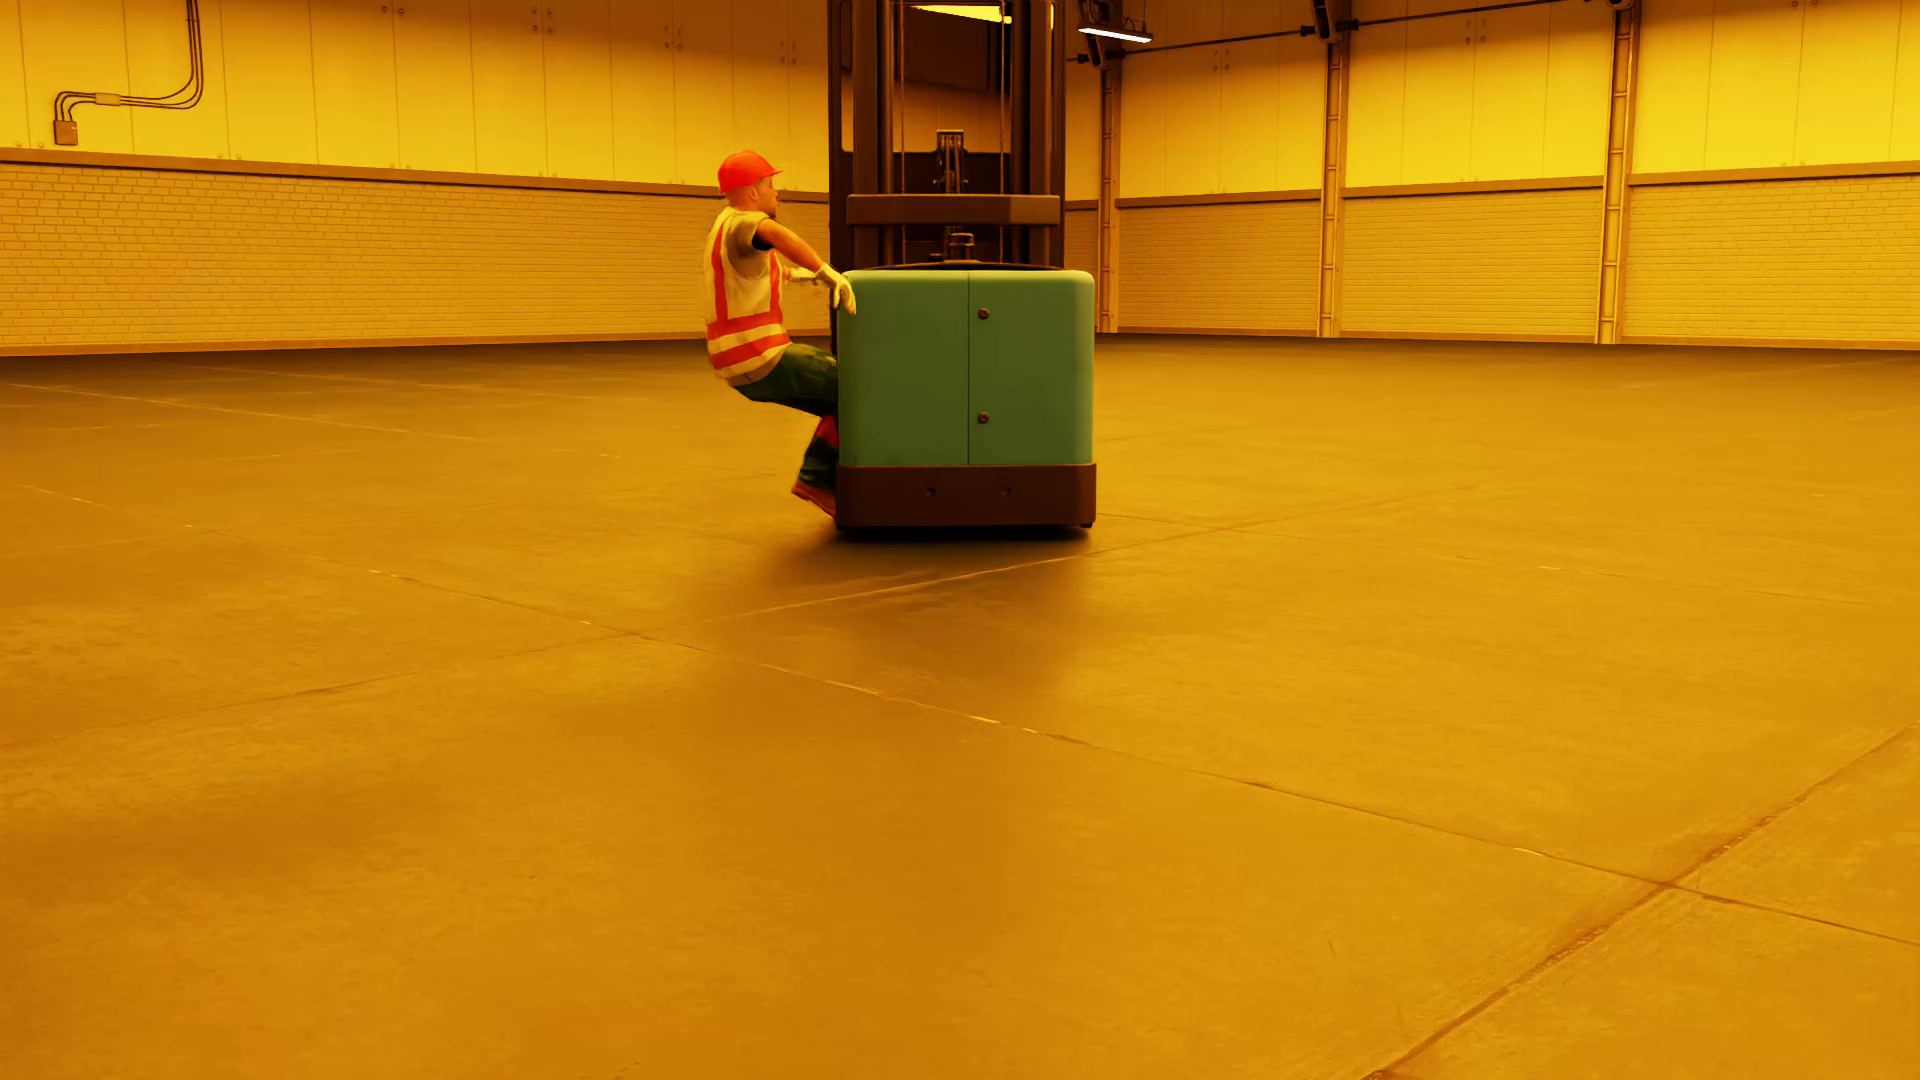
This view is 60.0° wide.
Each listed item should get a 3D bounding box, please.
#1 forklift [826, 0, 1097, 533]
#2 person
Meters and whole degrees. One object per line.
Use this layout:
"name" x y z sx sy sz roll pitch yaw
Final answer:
"forklift" -0.080 -1.660 7.897 1.130 2.935 3.031 -1 9 -4
"person" -0.610 -0.806 6.864 0.863 1.564 1.136 -4 9 -24
